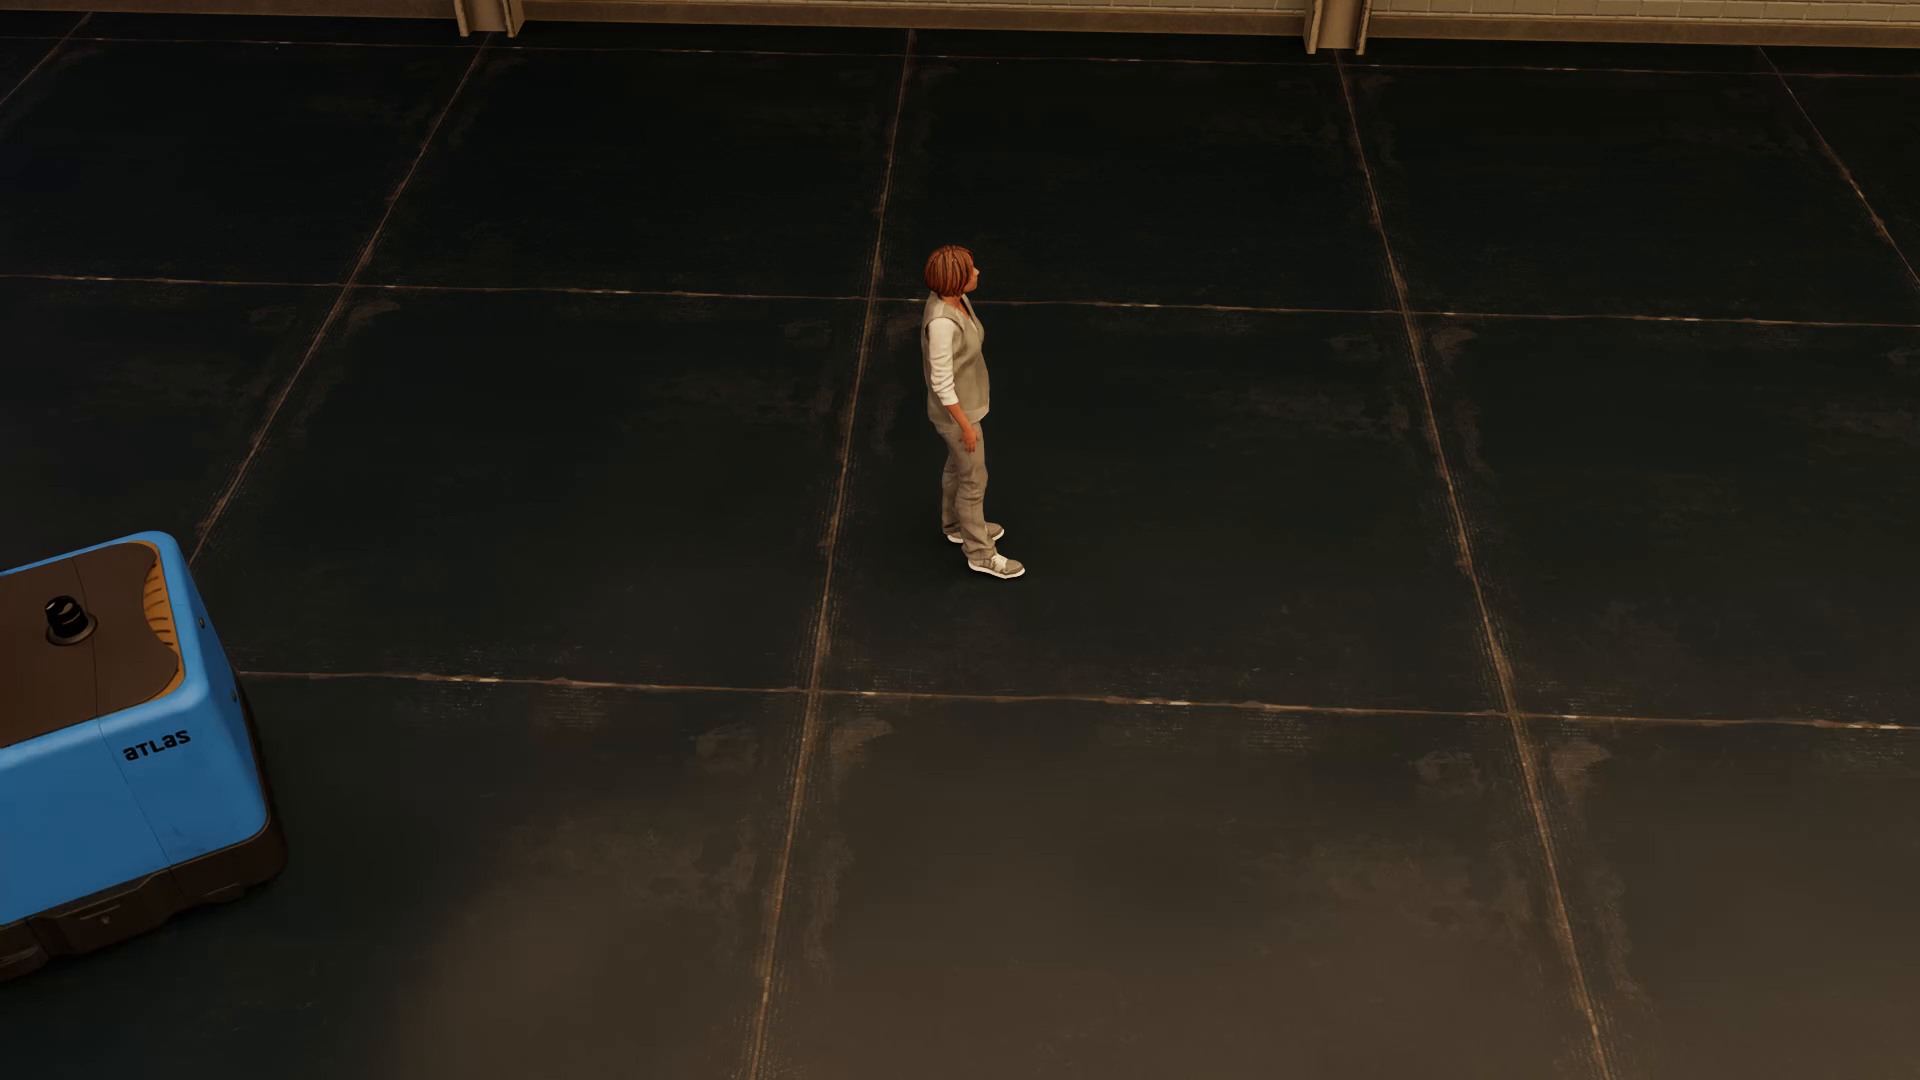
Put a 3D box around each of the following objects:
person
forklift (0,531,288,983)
[{"bbox_3d":[0.073,-0.583,7.360,0.475,1.597,0.520,2,42,2],"label":"person"},{"bbox_3d":[-4.163,0.389,5.316,3.031,2.935,1.130,-19,46,-19],"label":"forklift"}]
